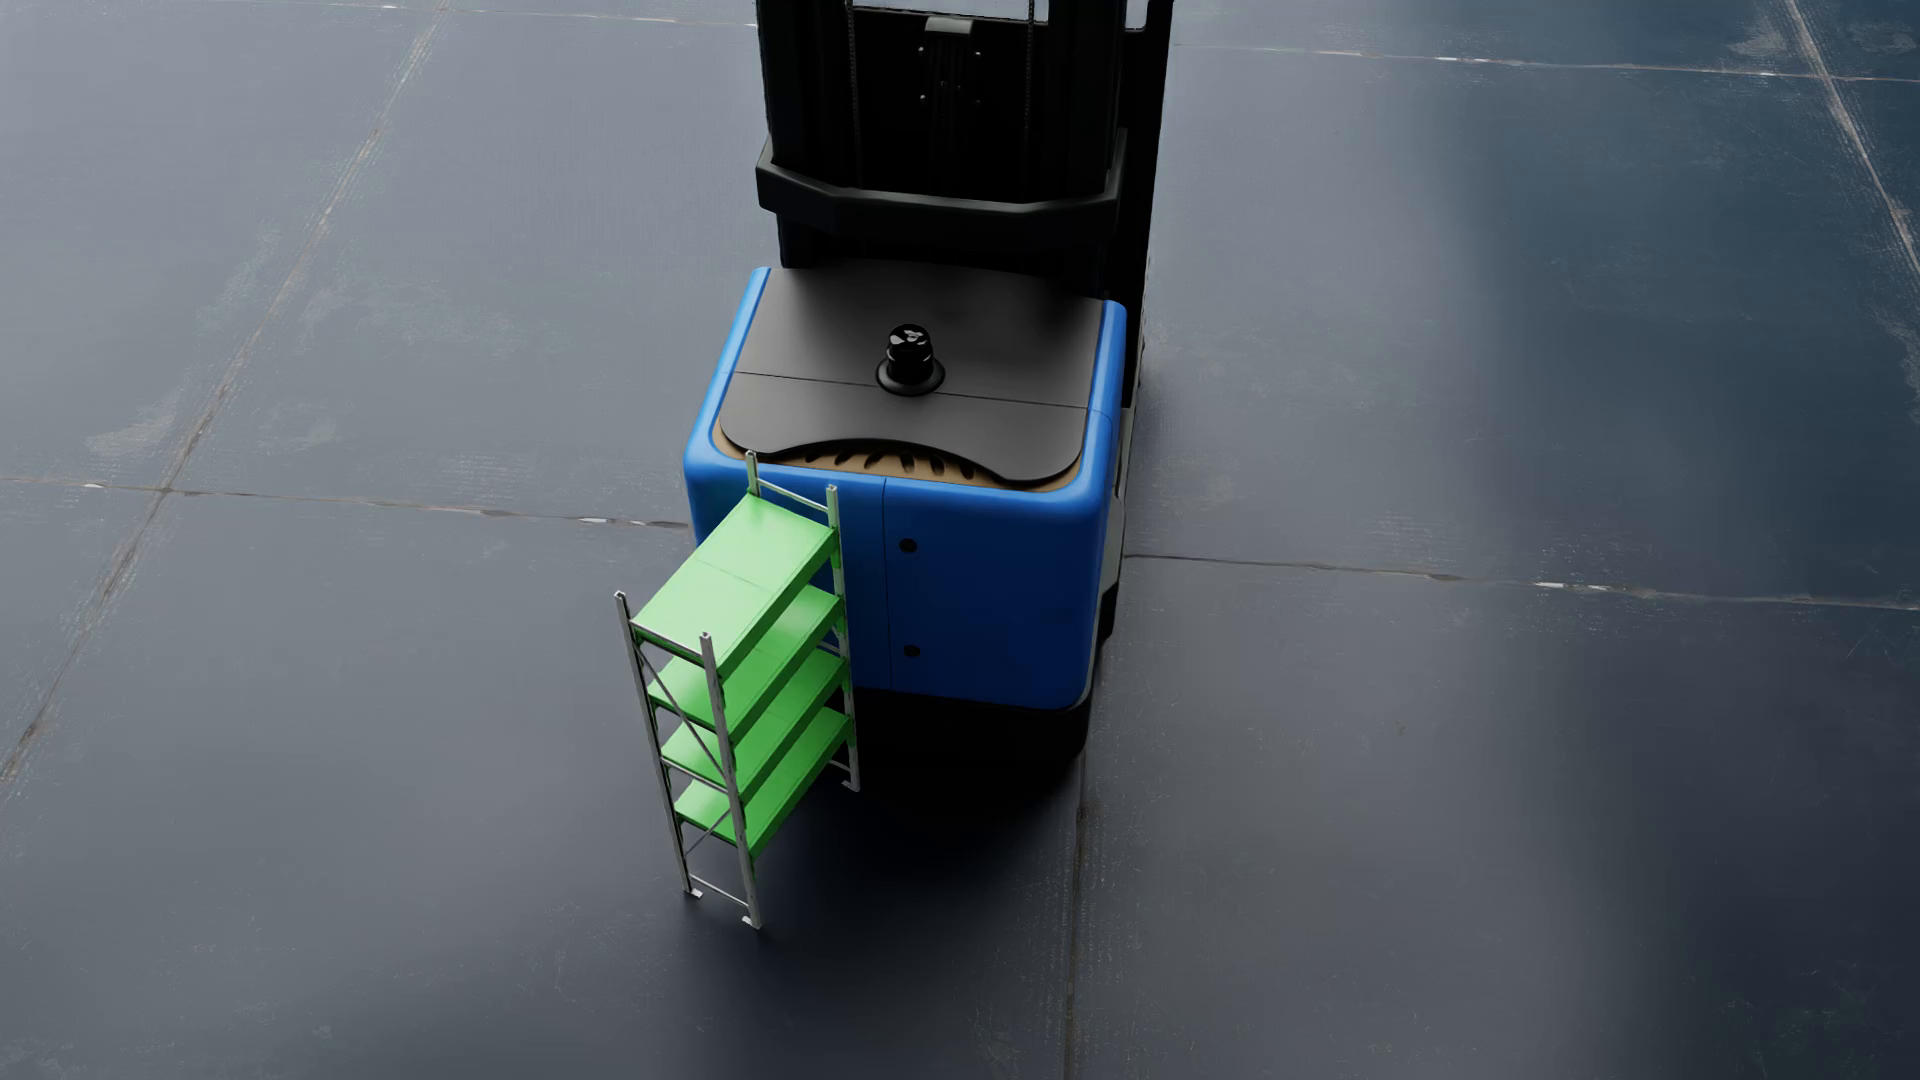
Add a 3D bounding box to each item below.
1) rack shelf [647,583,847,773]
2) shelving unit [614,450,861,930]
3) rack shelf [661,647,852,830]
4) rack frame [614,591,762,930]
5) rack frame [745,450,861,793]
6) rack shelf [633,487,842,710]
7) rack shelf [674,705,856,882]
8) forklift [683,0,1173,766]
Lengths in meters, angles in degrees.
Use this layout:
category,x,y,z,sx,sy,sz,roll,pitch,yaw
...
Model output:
category,x,y,z,sx,sy,sz,roll,pitch,yaw
rack shelf,-0.504,0.285,3.937,0.258,0.148,0.480,23,51,19
shelving unit,-0.504,0.404,4.067,0.258,1.200,0.503,23,51,19
rack shelf,-0.504,0.447,4.114,0.258,0.148,0.480,23,51,19
rack frame,-0.624,0.561,3.924,0.240,1.200,0.015,23,51,19
rack frame,-0.384,0.247,4.211,0.240,1.200,0.015,23,51,19
rack shelf,-0.504,0.123,3.760,0.258,0.148,0.480,23,51,19
rack shelf,-0.504,0.609,4.292,0.258,0.148,0.480,23,51,19
forklift,0.045,-1.469,4.608,1.130,2.935,3.031,6,48,6
